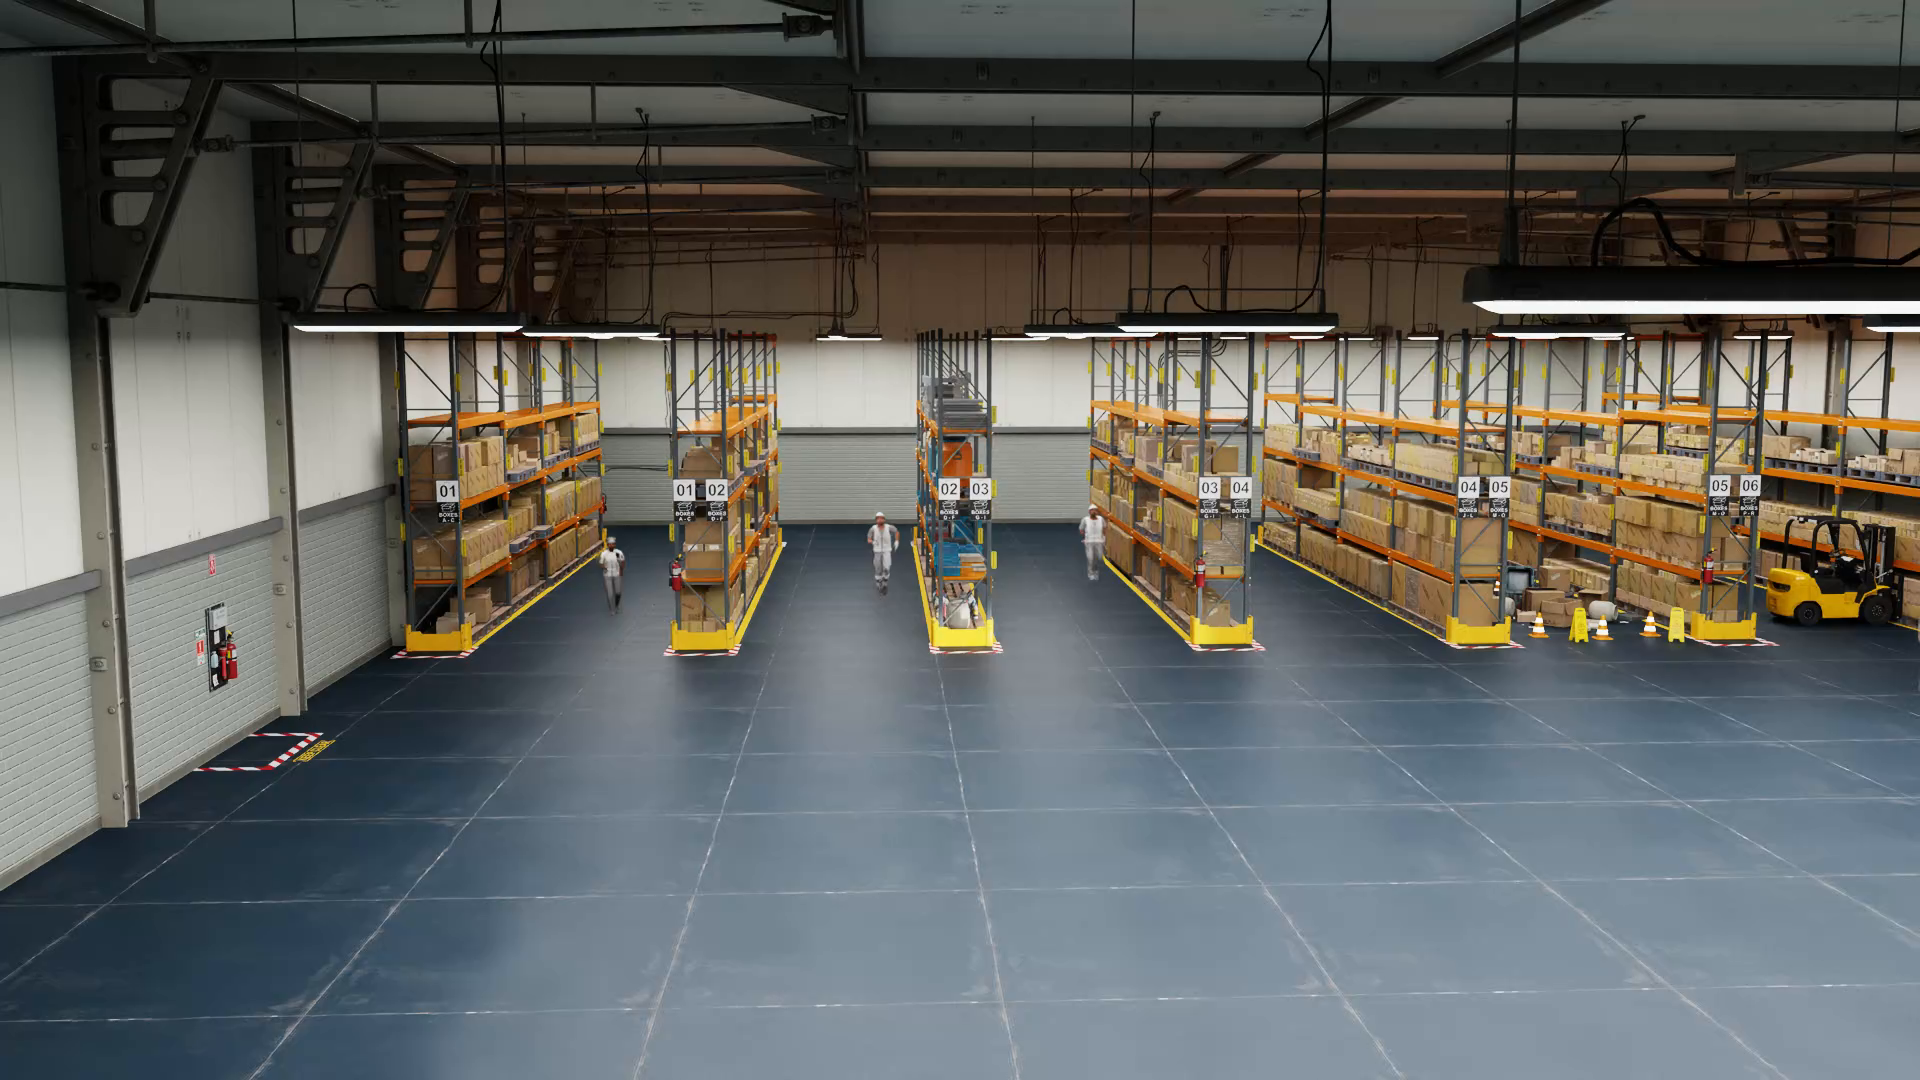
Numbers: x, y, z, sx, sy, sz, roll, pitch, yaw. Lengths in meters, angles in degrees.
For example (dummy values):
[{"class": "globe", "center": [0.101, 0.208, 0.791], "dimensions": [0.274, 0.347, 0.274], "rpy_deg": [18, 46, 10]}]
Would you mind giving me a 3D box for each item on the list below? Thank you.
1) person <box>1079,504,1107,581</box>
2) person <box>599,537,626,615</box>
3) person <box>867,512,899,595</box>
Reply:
[{"class": "person", "center": [3.072, 0.076, 38.160], "dimensions": [0.659, 1.770, 0.567], "rpy_deg": [-1, 7, -6]}, {"class": "person", "center": [-7.309, 0.767, 35.026], "dimensions": [0.563, 1.658, 0.572], "rpy_deg": [-2, 7, -13]}, {"class": "person", "center": [-1.674, 0.297, 36.172], "dimensions": [0.675, 1.809, 0.830], "rpy_deg": [0, 7, 1]}]
